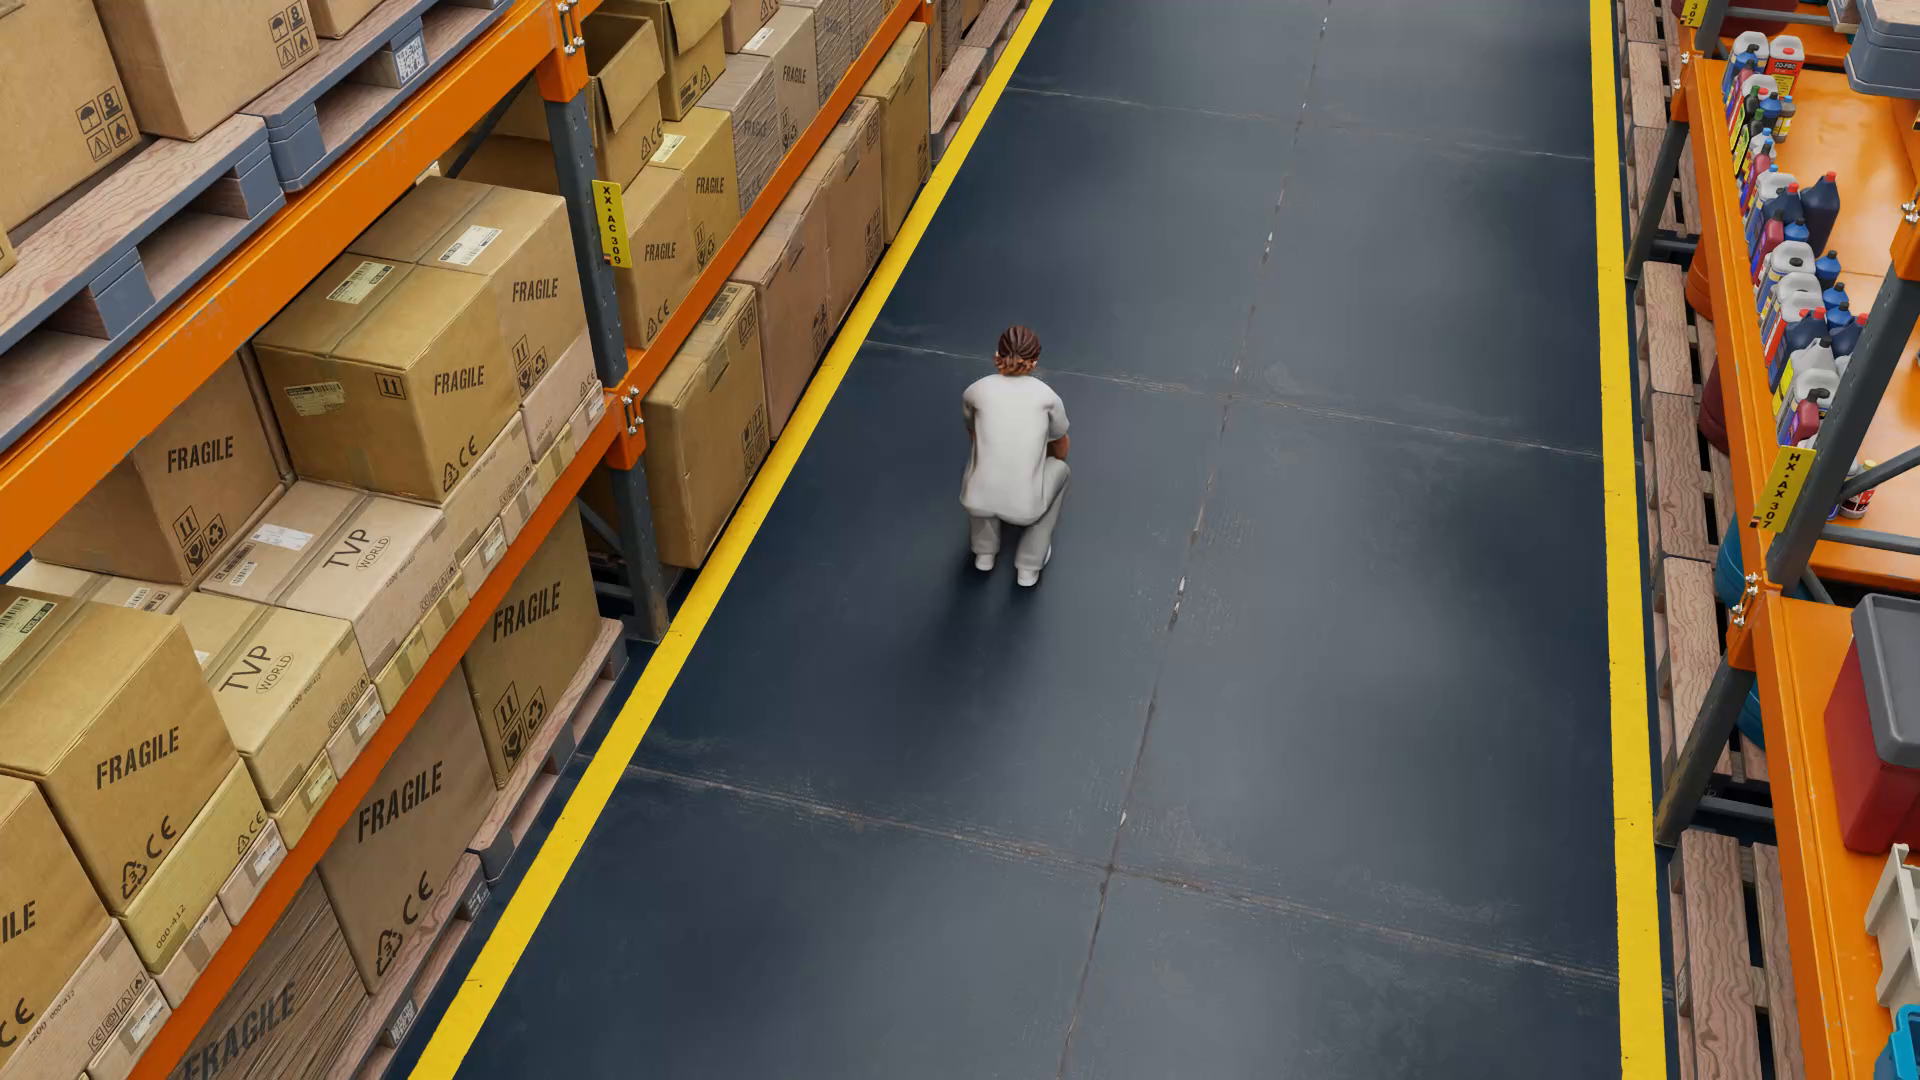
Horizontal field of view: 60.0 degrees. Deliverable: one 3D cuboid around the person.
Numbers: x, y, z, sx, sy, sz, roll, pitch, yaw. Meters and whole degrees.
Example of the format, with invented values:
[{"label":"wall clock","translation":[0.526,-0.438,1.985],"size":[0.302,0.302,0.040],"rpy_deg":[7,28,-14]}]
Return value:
[{"label":"person","translation":[0.213,-0.343,7.084],"size":[0.488,0.978,0.785],"rpy_deg":[10,42,11]}]
